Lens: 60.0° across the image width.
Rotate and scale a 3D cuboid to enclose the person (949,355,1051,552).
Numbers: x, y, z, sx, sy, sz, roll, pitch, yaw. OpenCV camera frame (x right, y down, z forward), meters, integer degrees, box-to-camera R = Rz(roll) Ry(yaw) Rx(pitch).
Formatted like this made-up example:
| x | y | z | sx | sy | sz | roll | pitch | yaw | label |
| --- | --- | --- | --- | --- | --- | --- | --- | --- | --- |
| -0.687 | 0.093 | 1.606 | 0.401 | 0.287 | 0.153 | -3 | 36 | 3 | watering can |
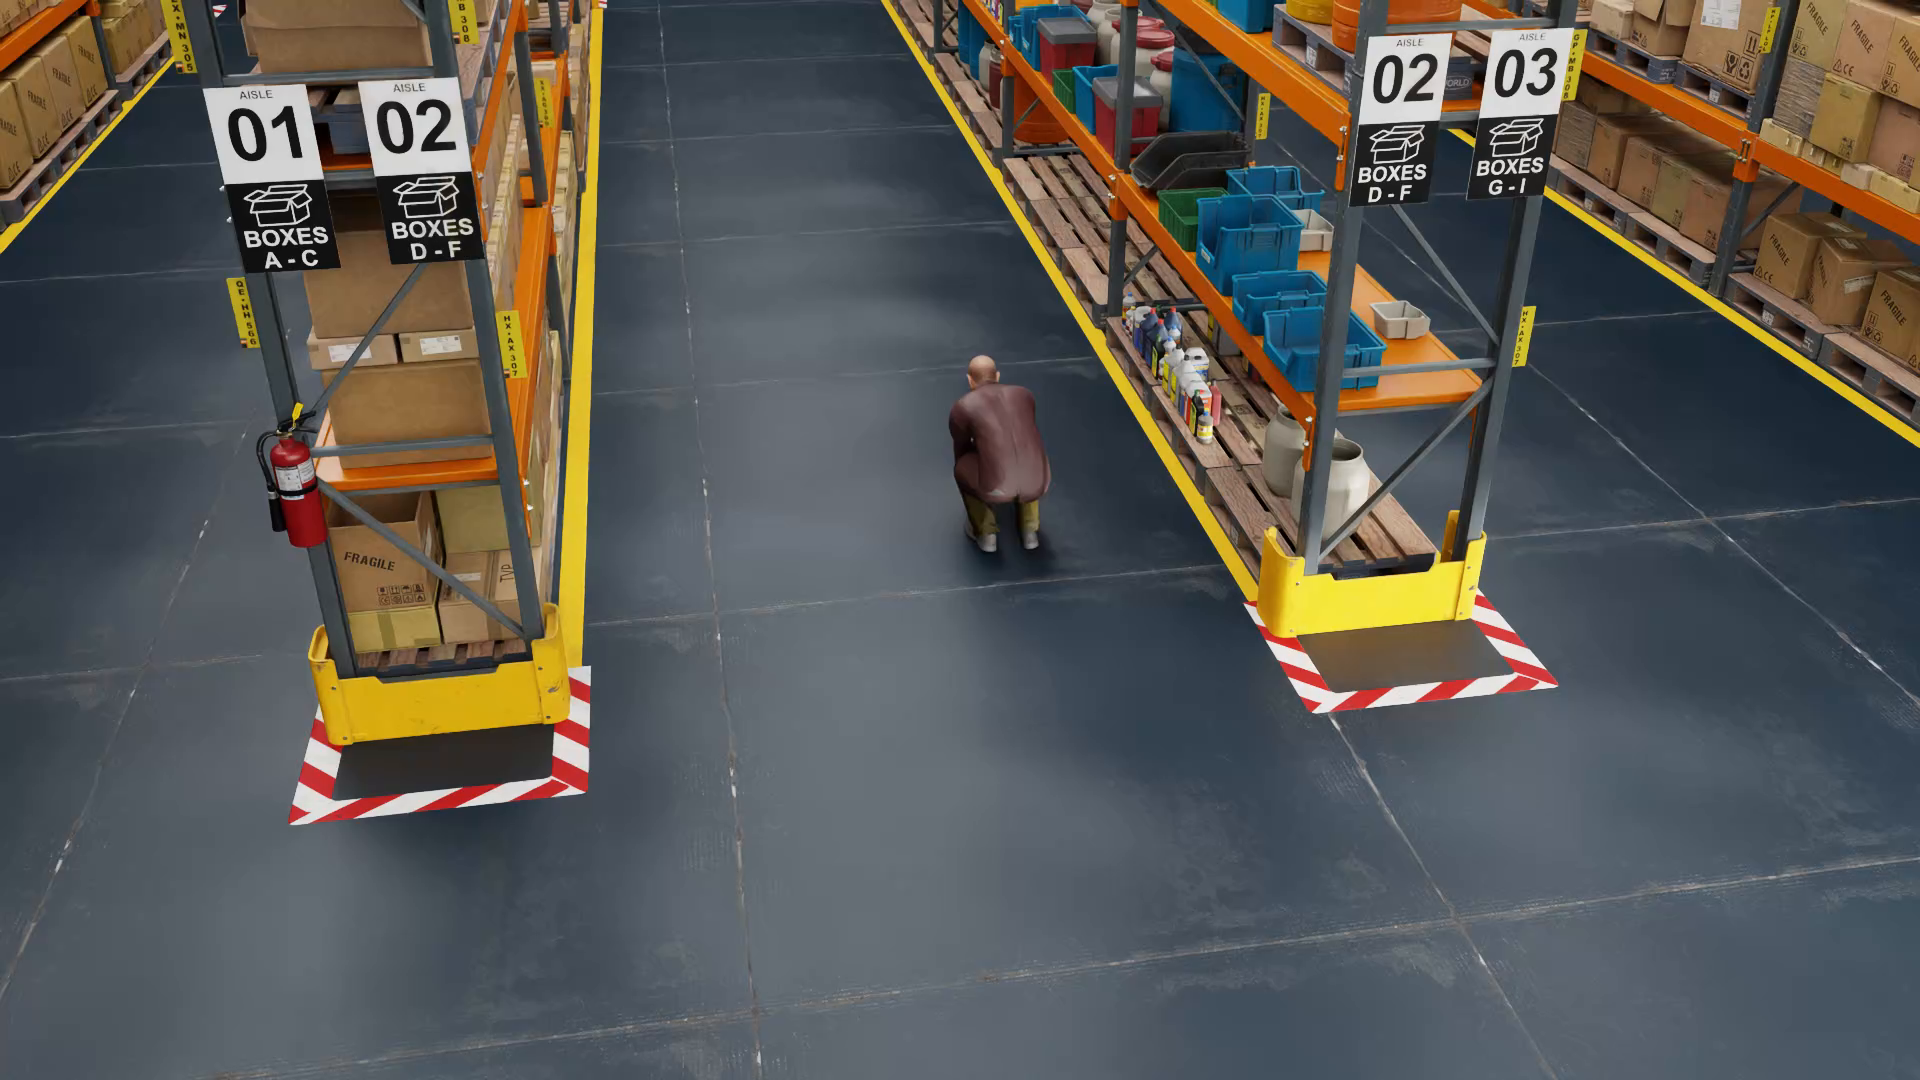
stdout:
| x | y | z | sx | sy | sz | roll | pitch | yaw | label |
| --- | --- | --- | --- | --- | --- | --- | --- | --- | --- |
| 0.232 | -0.524 | 9.827 | 0.583 | 1.006 | 0.921 | -6 | 31 | -10 | person |
